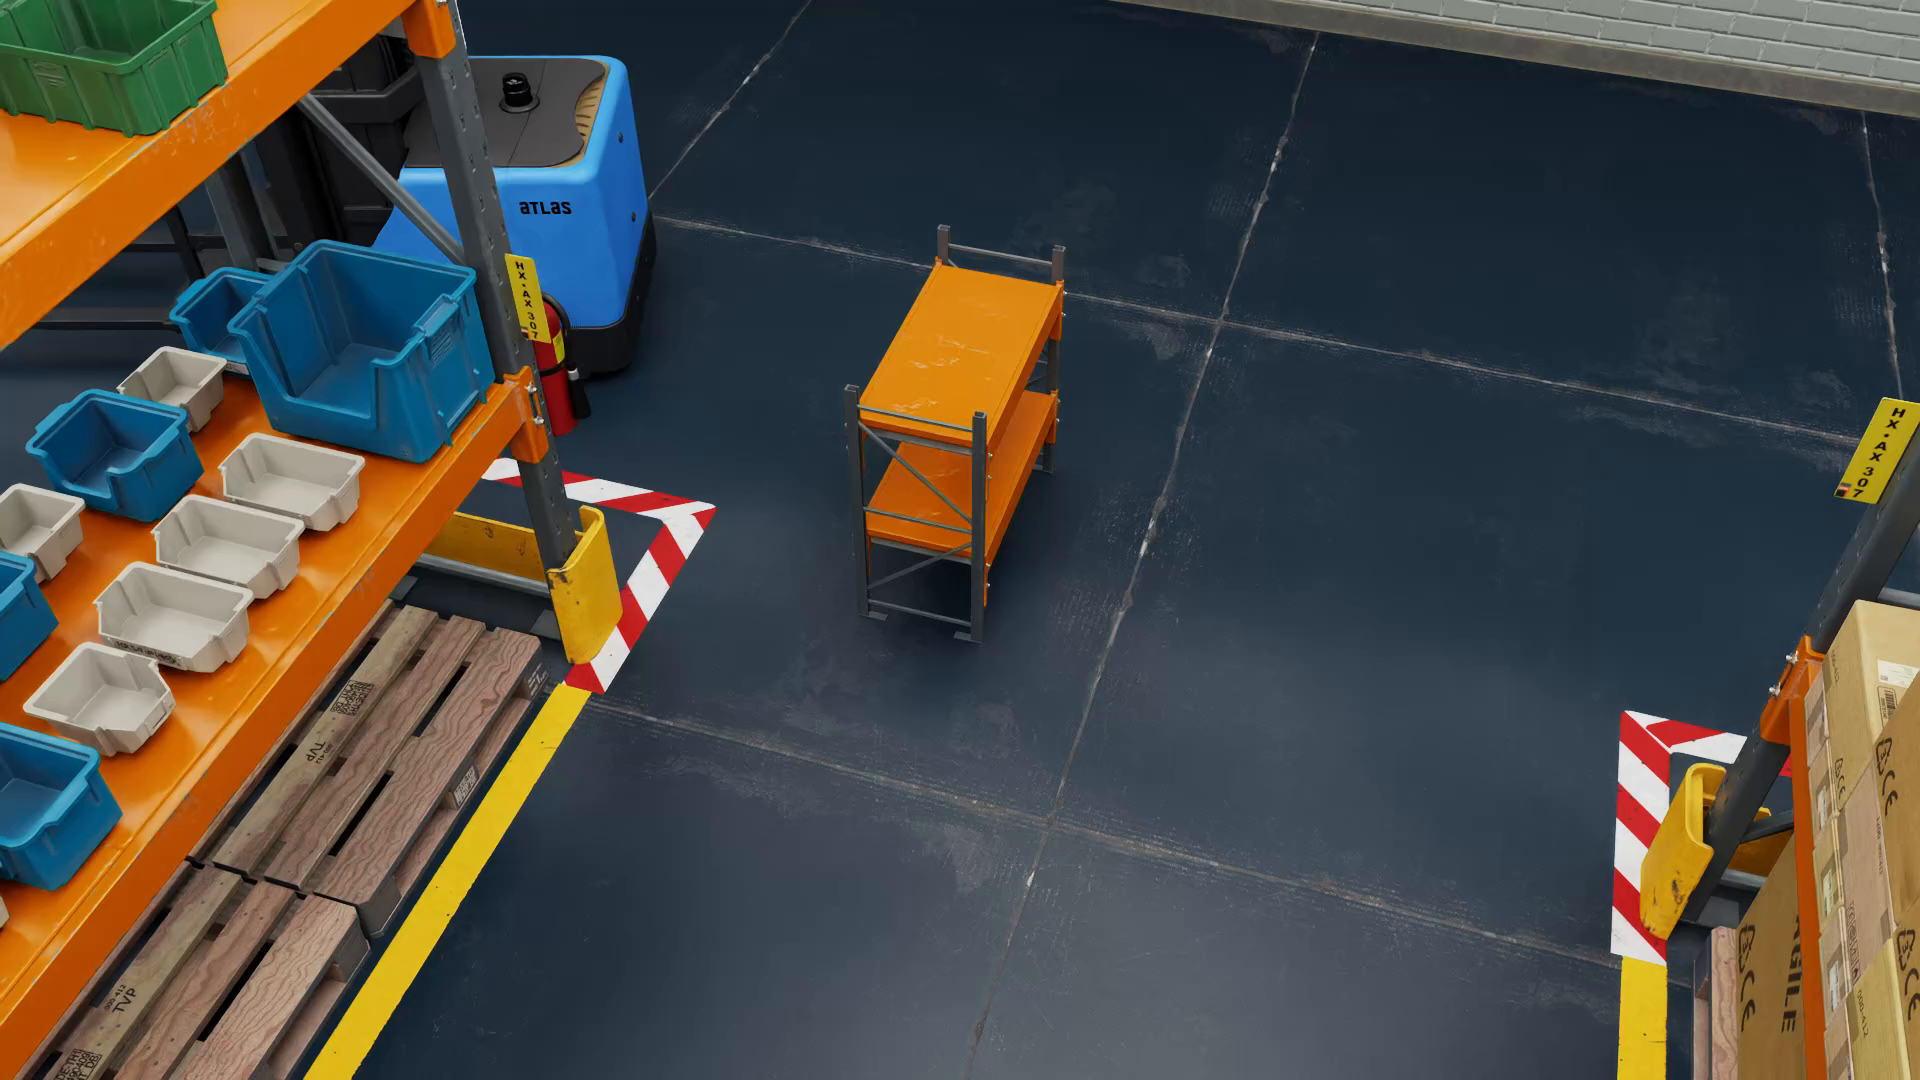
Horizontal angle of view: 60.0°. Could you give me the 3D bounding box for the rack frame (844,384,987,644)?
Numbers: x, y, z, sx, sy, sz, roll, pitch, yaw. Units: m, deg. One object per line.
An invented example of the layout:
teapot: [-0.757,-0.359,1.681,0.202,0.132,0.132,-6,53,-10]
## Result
rack frame: [-0.152,-0.068,6.015,0.500,1.125,0.032,13,46,13]

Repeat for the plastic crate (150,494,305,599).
plastic crate: [-2.073,0.035,4.715,0.396,0.136,0.243,13,46,13]

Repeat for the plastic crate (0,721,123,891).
plastic crate: [-2.274,0.652,4.016,0.416,0.233,0.300,13,46,13]

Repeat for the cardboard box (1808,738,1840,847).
cardboard box: [2.325,0.667,4.103,0.380,0.149,0.250,12,46,12]

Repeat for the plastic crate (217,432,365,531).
plastic crate: [-1.971,-0.155,4.909,0.396,0.136,0.243,13,46,13]

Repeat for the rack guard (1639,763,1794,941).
rack guard: [2.831,1.117,5.251,1.175,0.500,0.348,13,46,13]

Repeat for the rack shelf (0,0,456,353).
rack shelf: [-2.502,-0.292,3.273,1.077,0.370,4.000,13,46,13]

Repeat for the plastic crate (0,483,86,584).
plastic crate: [-2.667,0.006,4.744,0.250,0.136,0.298,13,46,13]

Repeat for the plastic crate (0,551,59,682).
plastic crate: [-2.684,0.201,4.477,0.416,0.233,0.300,13,46,13]

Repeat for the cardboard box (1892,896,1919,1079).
cardboard box: [2.118,0.861,3.084,0.500,0.500,0.500,11,46,11]

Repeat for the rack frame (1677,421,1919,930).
rack frame: [2.824,0.239,4.361,1.000,3.000,0.127,13,46,13]

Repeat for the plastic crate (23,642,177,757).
plastic crate: [-2.206,0.427,4.314,0.298,0.136,0.250,13,46,13]

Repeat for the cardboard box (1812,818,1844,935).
cardboard box: [2.248,0.838,3.929,0.380,0.149,0.250,12,46,12]

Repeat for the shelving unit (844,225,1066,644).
shelving unit: [0.002,-0.407,6.361,0.538,1.125,1.048,13,46,13]

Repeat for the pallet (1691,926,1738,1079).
pallet: [2.656,1.786,4.774,1.003,0.211,1.213,13,46,13]

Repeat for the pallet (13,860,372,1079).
pallet: [-2.555,1.539,5.026,1.003,0.211,1.213,13,46,13]

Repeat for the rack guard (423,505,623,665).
rack guard: [-1.902,0.065,6.326,1.175,0.500,0.348,13,46,13]

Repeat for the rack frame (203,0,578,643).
rack frame: [-1.897,-0.810,5.433,1.000,3.000,0.127,13,46,13]

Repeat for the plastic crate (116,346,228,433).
plastic crate: [-2.461,-0.446,5.207,0.250,0.136,0.298,13,46,13]

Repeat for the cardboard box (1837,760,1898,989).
cardboard box: [2.270,0.797,3.685,0.500,0.250,0.500,12,46,12]

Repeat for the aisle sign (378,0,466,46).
aisle sign: [-1.596,-1.725,4.509,0.394,0.787,0.004,13,46,13]

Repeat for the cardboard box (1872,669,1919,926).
cardboard box: [2.270,0.515,3.438,0.500,0.500,0.500,12,46,12]

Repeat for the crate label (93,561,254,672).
crate label: [-2.134,0.226,4.520,0.396,0.136,0.243,13,46,13]

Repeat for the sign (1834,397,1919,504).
sign: [2.297,-0.220,4.154,0.100,0.325,0.005,13,46,13]

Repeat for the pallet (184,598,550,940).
pallet: [-2.183,0.728,5.855,1.003,0.211,1.213,13,46,13]

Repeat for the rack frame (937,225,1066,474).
rack frame: [0.156,-0.745,6.707,0.500,1.125,0.032,13,46,13]

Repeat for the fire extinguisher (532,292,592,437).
fire extinguisher: [-1.418,-0.653,5.595,0.296,0.674,0.183,13,46,13]

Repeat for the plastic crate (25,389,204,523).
plastic crate: [-2.485,-0.238,4.925,0.416,0.233,0.300,13,46,13]

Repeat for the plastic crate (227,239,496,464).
plastic crate: [-1.820,-0.581,5.131,0.616,0.435,0.499,13,46,13]

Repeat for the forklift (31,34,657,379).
forklift: [-2.987,-2.109,6.810,3.031,2.935,1.130,0,44,0]

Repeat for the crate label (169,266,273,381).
crate label: [-2.285,-0.677,5.373,0.416,0.233,0.303,13,46,13]

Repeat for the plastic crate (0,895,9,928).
plastic crate: [-2.470,0.899,3.729,0.437,0.282,0.530,13,46,13]

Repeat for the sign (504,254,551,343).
sign: [-1.368,-0.762,5.268,0.100,0.325,0.005,13,46,13]

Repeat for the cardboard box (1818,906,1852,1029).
cardboard box: [2.170,1.012,3.751,0.380,0.149,0.250,12,46,12]

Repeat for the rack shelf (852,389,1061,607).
rack shelf: [0.002,-0.232,6.532,0.538,0.278,1.000,13,46,13]

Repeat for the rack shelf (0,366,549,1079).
rack shelf: [-2.502,0.780,4.322,1.077,0.370,4.000,13,46,13]

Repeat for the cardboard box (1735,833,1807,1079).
cardboard box: [2.706,1.292,4.504,0.875,0.875,0.875,13,46,13]

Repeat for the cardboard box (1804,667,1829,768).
cardboard box: [2.402,0.496,4.278,0.380,0.149,0.250,13,46,13]

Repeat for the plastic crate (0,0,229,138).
plastic crate: [-1.923,-1.088,3.724,0.450,0.188,0.336,13,46,13]

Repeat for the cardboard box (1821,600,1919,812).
cardboard box: [2.421,0.449,4.041,0.500,0.250,0.500,11,46,11]

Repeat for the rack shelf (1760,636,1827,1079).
rack shelf: [2.218,1.830,3.250,1.077,0.370,4.000,13,46,13]

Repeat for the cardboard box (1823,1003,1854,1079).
cardboard box: [2.092,1.181,3.578,0.380,0.149,0.250,12,46,12]

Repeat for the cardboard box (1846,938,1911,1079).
cardboard box: [2.114,1.131,3.344,0.500,0.250,0.500,11,45,11]

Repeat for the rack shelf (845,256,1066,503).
rack shelf: [0.002,-0.616,6.156,0.538,0.278,1.000,13,46,13]
